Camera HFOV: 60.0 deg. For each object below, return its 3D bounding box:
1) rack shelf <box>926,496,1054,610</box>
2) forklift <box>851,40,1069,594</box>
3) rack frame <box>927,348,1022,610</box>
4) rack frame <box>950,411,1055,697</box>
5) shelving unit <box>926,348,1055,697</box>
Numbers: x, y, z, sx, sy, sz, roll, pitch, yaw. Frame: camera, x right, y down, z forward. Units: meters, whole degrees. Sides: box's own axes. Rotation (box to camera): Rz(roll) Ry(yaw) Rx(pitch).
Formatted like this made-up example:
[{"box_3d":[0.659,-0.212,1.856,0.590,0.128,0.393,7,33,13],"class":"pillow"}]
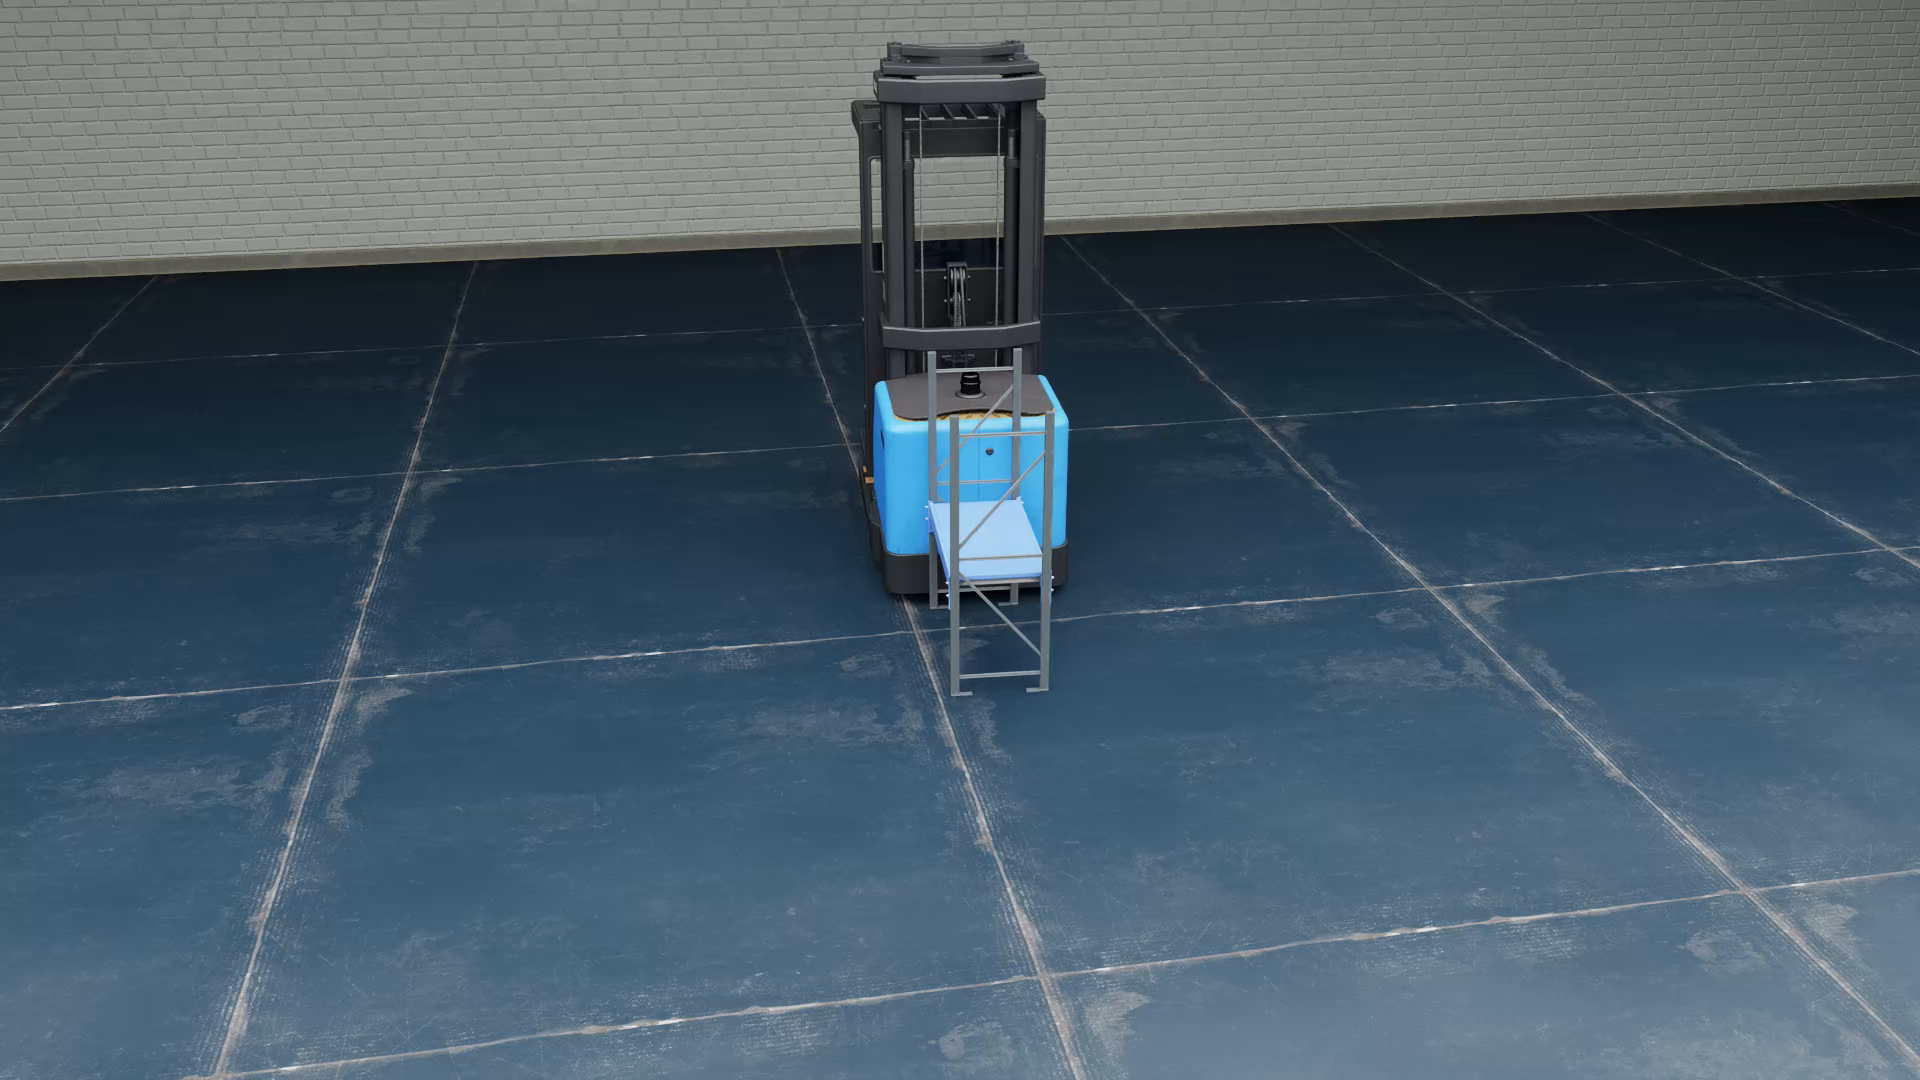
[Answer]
[{"box_3d":[0.140,0.053,8.704,0.538,0.185,1.000,-3,24,-6],"class":"rack shelf"},{"box_3d":[-0.075,-1.594,10.237,1.130,2.935,3.031,-3,24,-6],"class":"forklift"},{"box_3d":[0.078,-0.314,9.094,0.500,1.500,0.032,-3,24,-6],"class":"rack frame"},{"box_3d":[0.201,0.090,8.169,0.500,1.500,0.032,-3,24,-6],"class":"rack frame"},{"box_3d":[0.140,-0.112,8.632,0.538,1.500,1.048,-3,24,-6],"class":"shelving unit"}]
